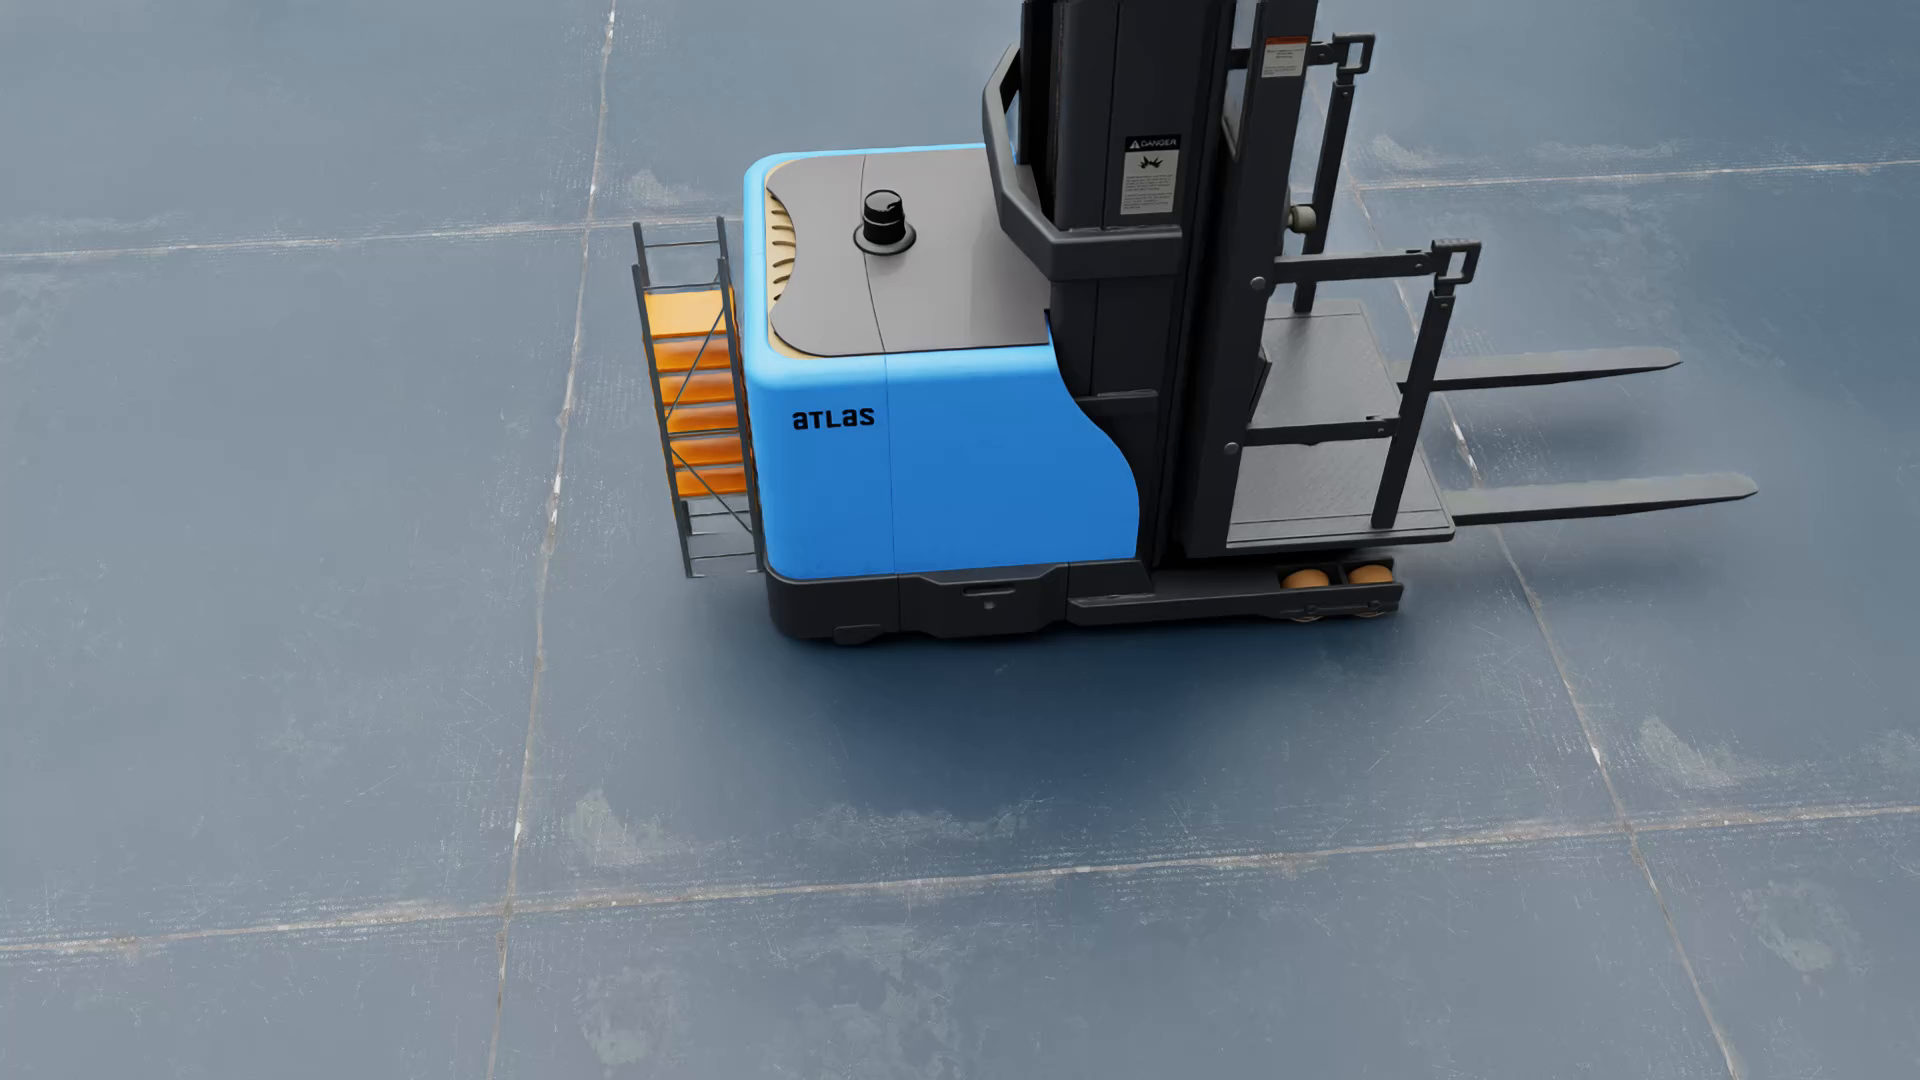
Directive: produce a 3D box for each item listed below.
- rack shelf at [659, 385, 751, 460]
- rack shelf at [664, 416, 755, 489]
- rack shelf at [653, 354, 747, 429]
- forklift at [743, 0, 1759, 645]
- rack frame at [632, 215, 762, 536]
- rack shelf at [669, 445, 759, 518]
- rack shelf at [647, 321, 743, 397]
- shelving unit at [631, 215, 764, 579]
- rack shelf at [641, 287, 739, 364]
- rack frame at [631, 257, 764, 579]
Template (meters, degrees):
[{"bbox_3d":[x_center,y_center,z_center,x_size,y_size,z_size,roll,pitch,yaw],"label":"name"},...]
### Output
[{"bbox_3d":[-0.736,-0.340,4.807,0.258,0.103,0.180,-5,47,-5],"label":"rack shelf"},{"bbox_3d":[-0.736,-0.258,4.894,0.258,0.103,0.180,-5,47,-5],"label":"rack shelf"},{"bbox_3d":[-0.736,-0.423,4.720,0.258,0.103,0.180,-5,47,-5],"label":"rack shelf"},{"bbox_3d":[0.907,-1.143,4.314,3.031,2.935,1.130,-4,47,-4],"label":"forklift"},{"bbox_3d":[-0.747,-0.437,4.837,0.240,1.200,0.006,-5,47,-5],"label":"rack frame"},{"bbox_3d":[-0.736,-0.175,4.981,0.258,0.103,0.180,-5,47,-5],"label":"rack shelf"},{"bbox_3d":[-0.736,-0.505,4.633,0.258,0.103,0.180,-5,47,-5],"label":"rack shelf"},{"bbox_3d":[-0.736,-0.371,4.775,0.258,1.200,0.189,-5,47,-5],"label":"shelving unit"},{"bbox_3d":[-0.736,-0.588,4.546,0.258,0.103,0.180,-5,47,-5],"label":"rack shelf"},{"bbox_3d":[-0.726,-0.305,4.712,0.240,1.200,0.006,-5,47,-5],"label":"rack frame"}]
